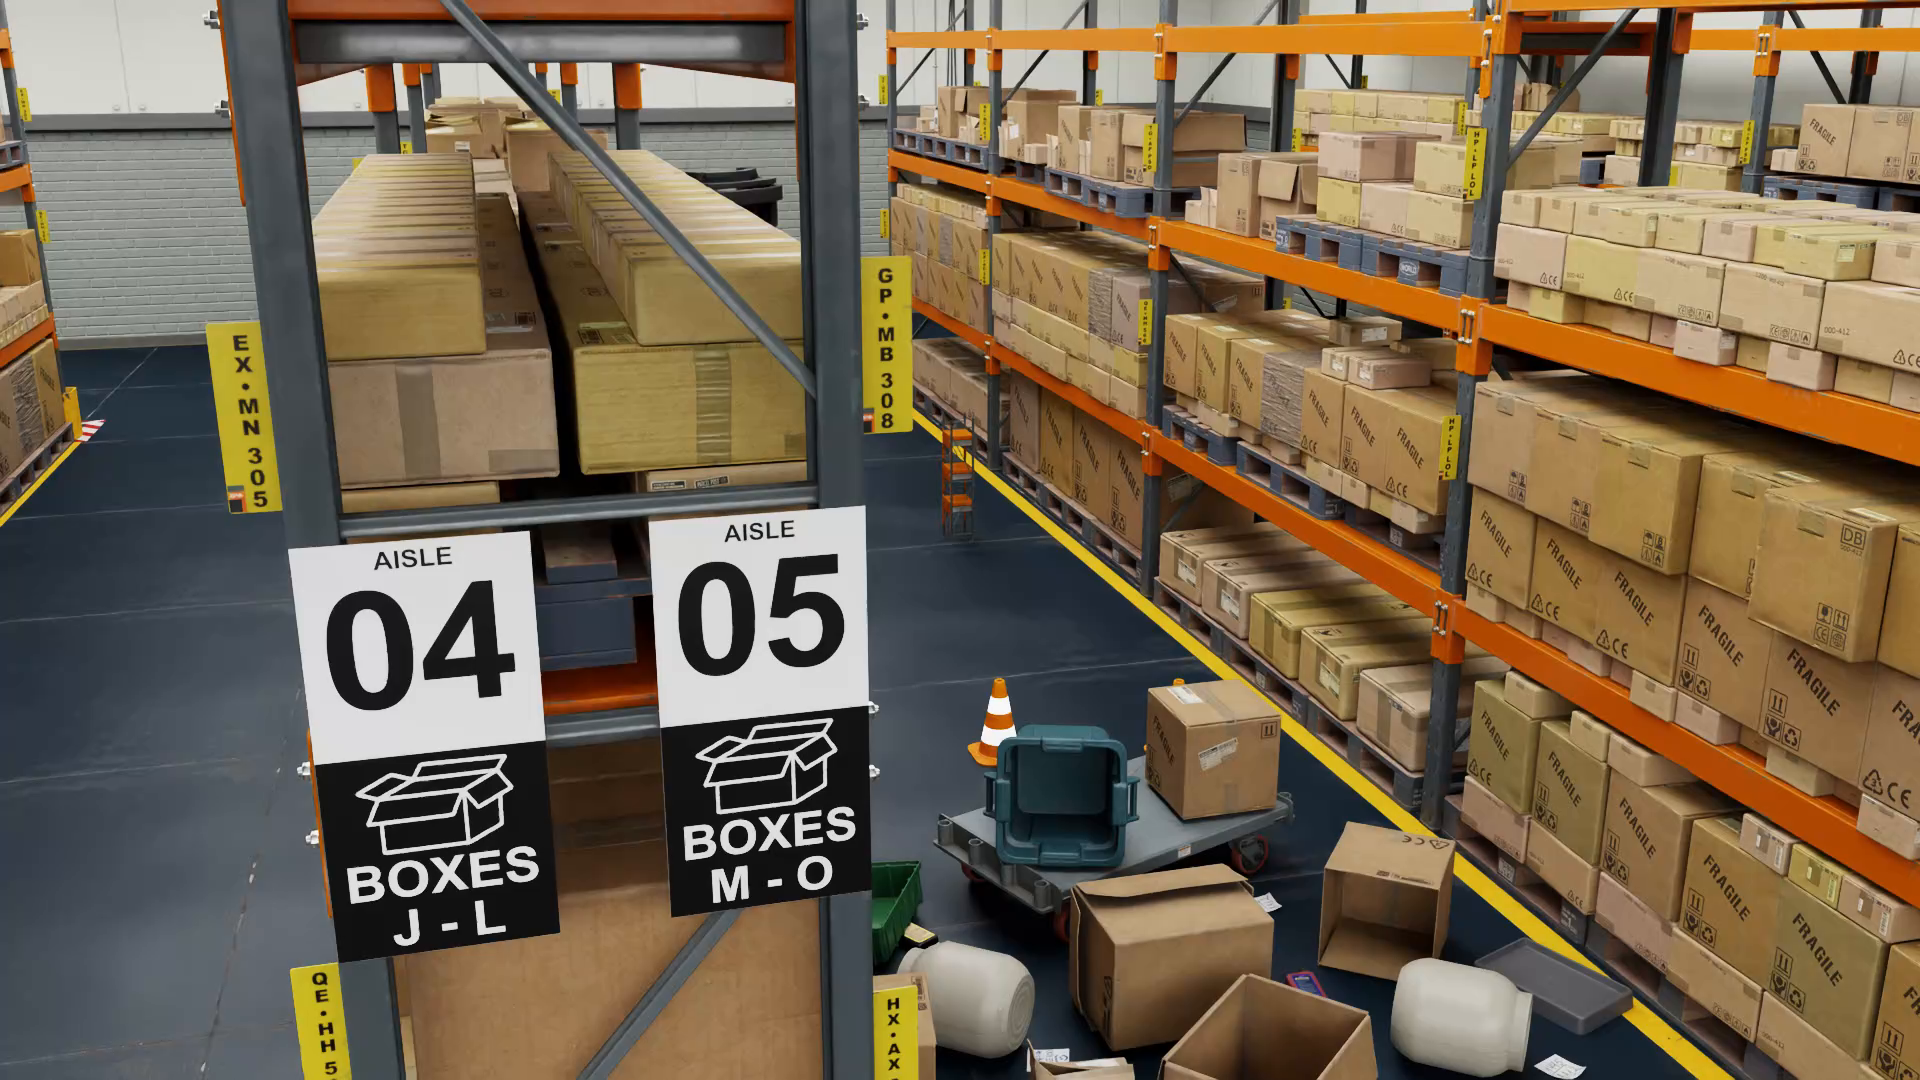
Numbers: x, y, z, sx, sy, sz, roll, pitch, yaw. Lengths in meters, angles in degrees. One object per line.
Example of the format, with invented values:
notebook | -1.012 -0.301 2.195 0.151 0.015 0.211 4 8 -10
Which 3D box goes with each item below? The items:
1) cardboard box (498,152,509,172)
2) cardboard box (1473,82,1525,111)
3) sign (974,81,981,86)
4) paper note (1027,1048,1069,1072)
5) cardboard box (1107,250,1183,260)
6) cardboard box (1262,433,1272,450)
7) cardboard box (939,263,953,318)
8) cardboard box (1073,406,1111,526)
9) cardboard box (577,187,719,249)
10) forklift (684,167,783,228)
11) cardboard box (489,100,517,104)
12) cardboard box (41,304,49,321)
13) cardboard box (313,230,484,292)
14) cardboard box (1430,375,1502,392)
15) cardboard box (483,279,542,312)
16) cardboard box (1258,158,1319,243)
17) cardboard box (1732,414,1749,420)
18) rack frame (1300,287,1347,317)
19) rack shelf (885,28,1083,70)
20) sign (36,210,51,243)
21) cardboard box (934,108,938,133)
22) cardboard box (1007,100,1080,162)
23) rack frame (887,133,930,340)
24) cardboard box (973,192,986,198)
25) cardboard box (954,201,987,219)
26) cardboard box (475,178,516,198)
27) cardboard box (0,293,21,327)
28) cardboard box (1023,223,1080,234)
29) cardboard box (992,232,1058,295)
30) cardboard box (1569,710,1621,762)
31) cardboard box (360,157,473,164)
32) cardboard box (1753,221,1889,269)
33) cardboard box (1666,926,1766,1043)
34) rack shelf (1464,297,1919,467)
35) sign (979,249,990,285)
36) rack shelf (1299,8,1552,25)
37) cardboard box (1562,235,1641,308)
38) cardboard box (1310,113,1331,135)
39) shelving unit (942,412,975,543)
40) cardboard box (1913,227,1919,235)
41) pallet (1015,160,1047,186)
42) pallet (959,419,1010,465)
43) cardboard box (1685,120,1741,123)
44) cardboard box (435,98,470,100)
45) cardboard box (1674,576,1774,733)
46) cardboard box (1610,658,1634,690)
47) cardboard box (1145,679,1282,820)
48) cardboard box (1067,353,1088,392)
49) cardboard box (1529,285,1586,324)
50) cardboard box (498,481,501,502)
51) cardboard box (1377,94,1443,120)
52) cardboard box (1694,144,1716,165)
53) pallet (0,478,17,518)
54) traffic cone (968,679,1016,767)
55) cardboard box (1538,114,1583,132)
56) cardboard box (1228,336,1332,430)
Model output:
cardboard box | -2.772 -2.297 10.998 0.500 0.500 0.500 -5 17 -15
cardboard box | 5.280 -4.348 16.296 0.396 0.266 0.258 -5 17 -16
sign | 0.188 -5.128 19.193 0.100 0.325 0.005 -5 17 -15
paper note | 0.361 2.129 6.824 0.172 0.023 0.155 1 17 4
cardboard box | 1.552 -2.156 14.005 0.500 0.500 0.500 -4 17 -14
cardboard box | 2.160 -0.656 10.628 0.380 0.149 0.250 -4 17 -13
cardboard box | 0.090 -2.595 17.204 0.500 0.500 0.500 -5 17 -16
cardboard box | 1.510 -0.681 13.970 0.875 0.875 0.875 -4 17 -15
cardboard box | -0.877 -0.908 4.694 0.380 0.149 0.250 -4 17 -14
forklift | -2.434 -1.892 15.155 3.031 2.935 1.130 12 20 34
cardboard box | -4.462 -4.287 16.494 0.380 0.149 0.250 -5 17 -17
cardboard box | -9.451 -2.290 16.797 0.380 0.149 0.250 -4 17 -14
cardboard box | -1.228 -0.575 3.584 0.380 0.149 0.250 -4 17 -14
cardboard box | 2.969 -0.629 9.411 0.500 0.500 0.500 -5 17 -15
cardboard box | -1.212 -0.429 3.792 0.500 0.250 0.500 -5 17 -15
cardboard box | 2.308 -2.120 10.401 0.797 0.503 0.637 -5 17 -15
cardboard box | 6.742 -1.006 14.574 0.380 0.149 0.250 -4 17 -14
rack frame | 4.434 -3.659 20.921 1.000 3.000 0.127 -5 17 -15
rack shelf | 0.212 -5.050 17.067 1.077 0.370 4.000 -5 17 -15
sign | -9.340 -3.190 16.932 0.100 0.325 0.005 -5 17 -15
cardboard box | 0.026 -4.491 17.726 0.500 0.311 0.500 -4 17 -14
cardboard box | 0.725 -3.578 14.533 0.500 0.500 0.500 -5 17 -16
rack frame | -0.337 -3.266 19.611 1.000 3.000 0.127 -5 17 -15
cardboard box | 0.357 -3.671 17.921 0.380 0.149 0.250 -4 17 -14
cardboard box | 0.154 -3.343 16.829 0.380 0.149 0.250 -5 17 -16
cardboard box | -2.464 -1.638 8.227 0.500 0.311 0.500 -5 18 -17
cardboard box | -9.199 -2.159 15.669 0.500 0.250 0.500 -5 18 -17
cardboard box | 0.864 -2.837 16.271 0.500 0.500 0.500 -5 17 -15
cardboard box | 0.606 -2.542 15.288 0.500 0.500 0.500 -4 17 -15
cardboard box | 2.983 0.865 7.477 0.380 0.149 0.250 -4 17 -13
cardboard box | -1.927 -1.276 5.920 0.380 0.149 0.250 -5 17 -16
cardboard box | 3.240 -1.108 6.265 0.380 0.149 0.250 -4 17 -14
cardboard box | 3.295 1.785 6.845 0.500 0.250 0.500 -5 18 -17
rack shelf | 3.510 -0.486 6.391 1.077 0.370 4.000 -5 17 -15
sign | 0.229 -2.568 15.644 0.100 0.325 0.005 -5 17 -15
rack shelf | 4.984 -5.633 18.320 1.077 0.370 4.000 -5 17 -15
cardboard box | 2.969 -1.169 7.158 0.500 0.250 0.500 -5 17 -16
cardboard box | 4.453 -4.883 19.525 0.500 0.250 0.500 -4 17 -14
shelving unit | -0.015 -0.518 13.850 0.215 1.050 0.252 -5 17 -15
cardboard box | 3.770 -1.076 6.158 0.380 0.149 0.250 -4 17 -14
pallet | 1.061 -3.255 14.692 0.805 0.209 1.217 -5 18 -17
pallet | 0.628 -1.041 17.049 1.003 0.211 1.213 -5 17 -15
cardboard box | 6.508 -3.550 14.392 0.380 0.149 0.250 -5 17 -15
cardboard box | -5.142 -4.381 16.809 0.380 0.149 0.250 -5 17 -15
cardboard box | 3.257 0.422 6.643 0.500 0.500 0.500 -4 17 -15
cardboard box | 3.098 0.565 7.293 0.380 0.149 0.250 -5 17 -16
cardboard box | 1.257 1.037 8.315 0.500 0.500 0.500 -5 17 -15
cardboard box | 1.194 -1.381 13.597 0.500 0.250 0.500 -5 17 -16
cardboard box | 2.826 -1.080 7.557 0.380 0.149 0.250 -5 17 -15
cardboard box | -1.158 -0.121 3.460 0.380 0.149 0.250 -5 17 -15
cardboard box | 4.884 -4.701 18.048 0.500 0.250 0.500 -4 17 -14
cardboard box | 6.251 -3.155 13.594 0.380 0.149 0.250 -5 17 -17
pallet | -8.900 -0.257 14.441 1.003 0.211 1.213 -5 17 -15
traffic cone | 0.232 1.035 9.703 0.336 0.463 0.334 -5 17 -15
cardboard box | 5.587 -3.867 15.412 0.380 0.149 0.250 -4 17 -14
cardboard box | 2.065 -1.012 10.686 0.500 0.500 0.500 -4 17 -14
